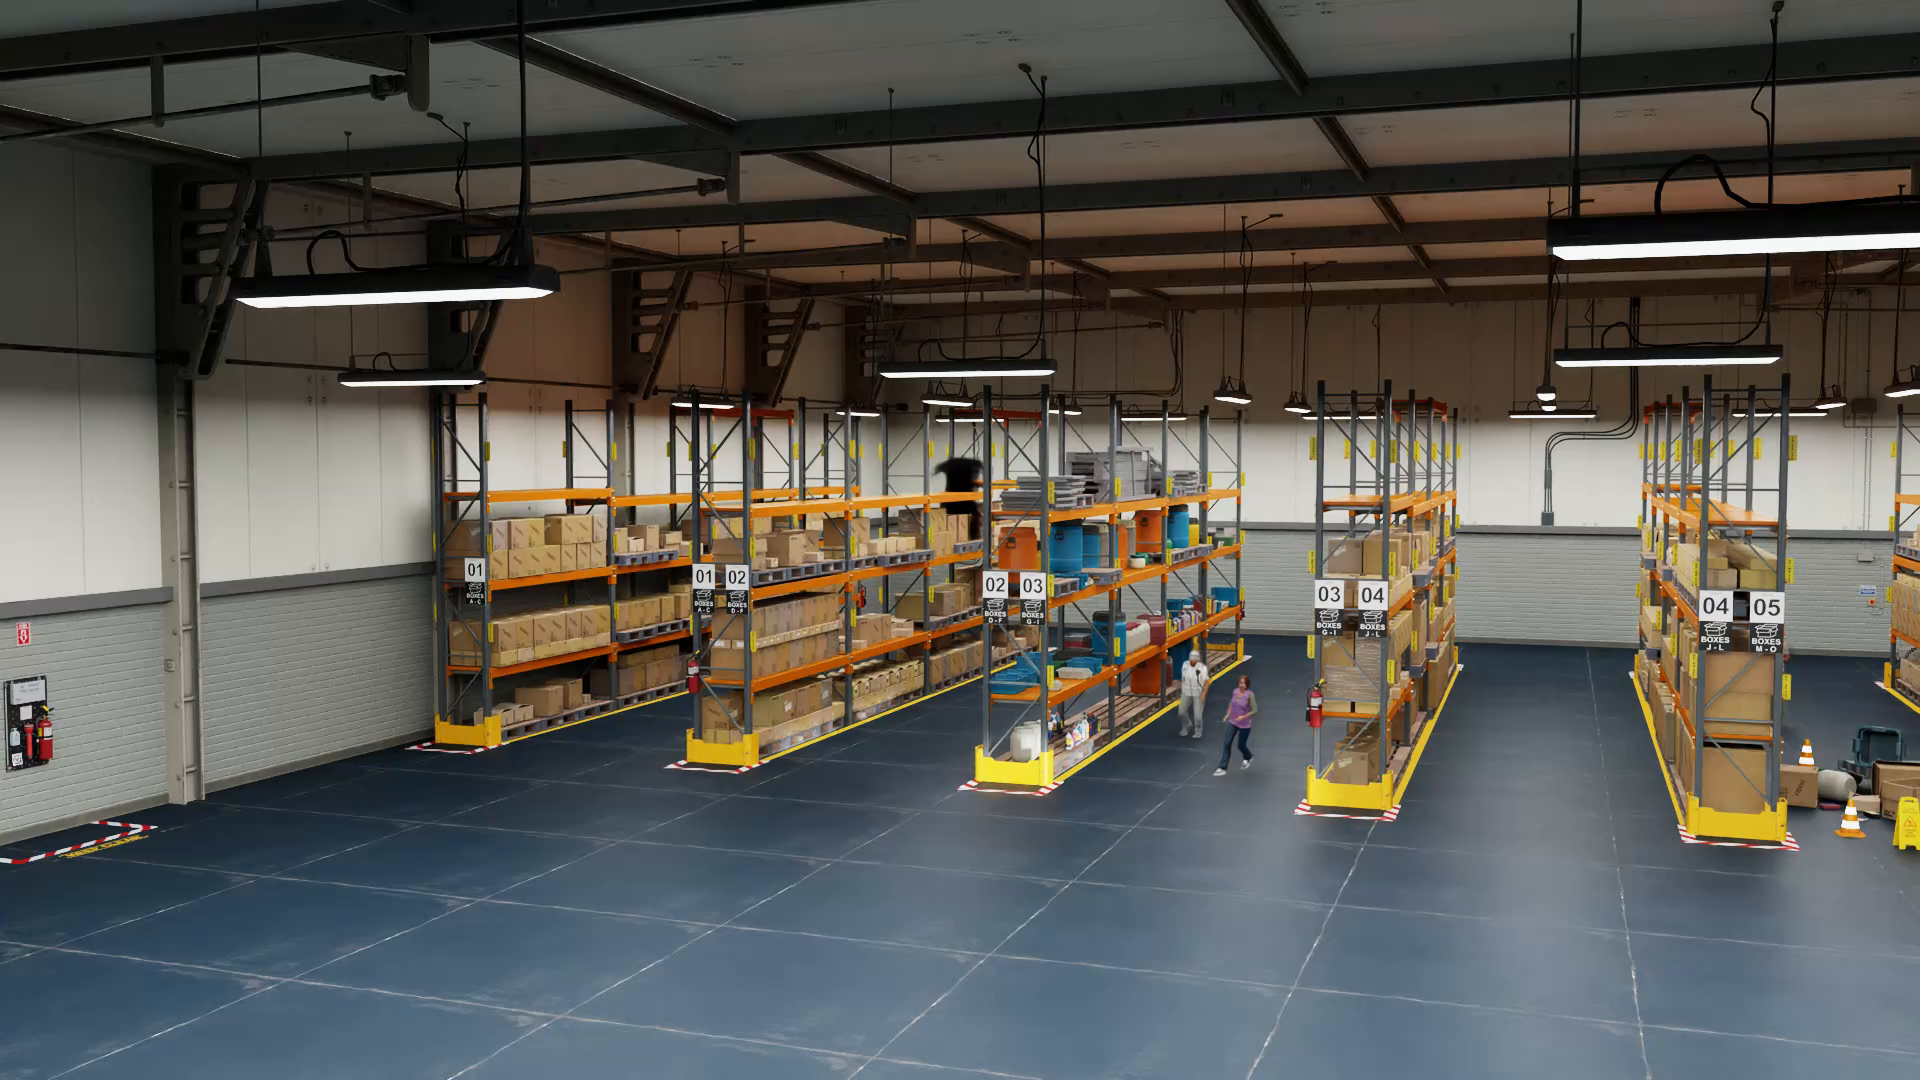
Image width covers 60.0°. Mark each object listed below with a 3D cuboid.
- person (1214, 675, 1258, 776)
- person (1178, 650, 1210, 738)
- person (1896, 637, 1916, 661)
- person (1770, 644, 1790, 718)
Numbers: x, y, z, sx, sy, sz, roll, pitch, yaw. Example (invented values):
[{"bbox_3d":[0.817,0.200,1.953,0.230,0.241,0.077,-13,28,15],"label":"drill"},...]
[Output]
[{"bbox_3d":[4.308,2.826,25.509,0.583,1.534,0.940,2,4,37],"label":"person"},{"bbox_3d":[4.064,2.667,28.811,0.573,1.573,0.659,1,3,22],"label":"person"},{"bbox_3d":[20.628,2.229,36.060,0.714,1.707,0.643,1,3,22],"label":"person"},{"bbox_3d":[15.242,2.484,31.219,0.651,1.737,0.764,1,3,13],"label":"person"}]
